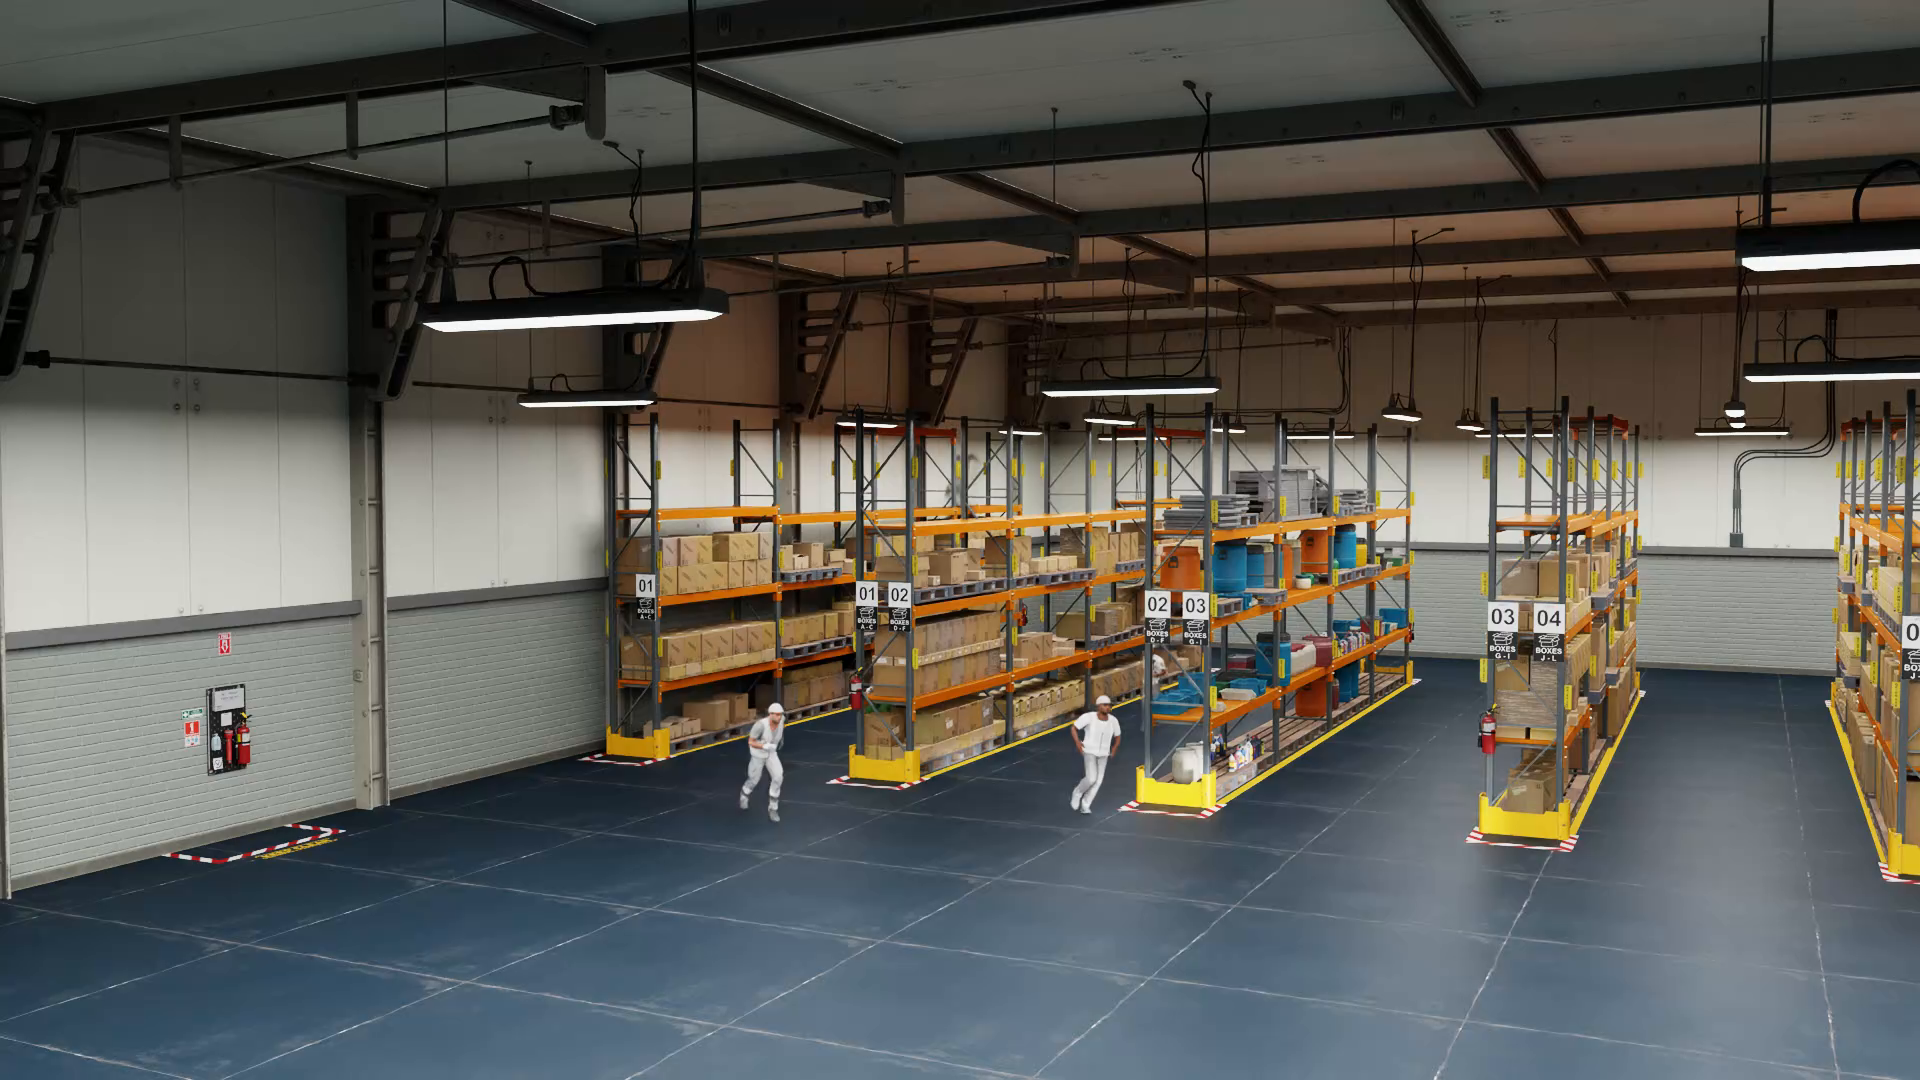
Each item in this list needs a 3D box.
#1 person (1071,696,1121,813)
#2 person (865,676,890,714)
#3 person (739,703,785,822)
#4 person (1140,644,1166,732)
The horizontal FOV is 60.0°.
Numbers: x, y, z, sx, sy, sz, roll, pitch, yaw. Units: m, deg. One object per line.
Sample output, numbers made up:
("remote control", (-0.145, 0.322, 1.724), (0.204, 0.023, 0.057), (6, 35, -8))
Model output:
("person", (2.021, 3.124, 24.253), (0.730, 1.716, 0.563), (-1, 3, -20))
("person", (-1.470, 2.867, 30.432), (0.785, 1.737, 0.541), (1, 3, 29))
("person", (-2.844, 3.173, 23.973), (0.705, 1.730, 1.037), (-2, 3, -42))
("person", (3.719, 2.815, 32.045), (0.561, 1.762, 0.756), (1, 3, 24))
